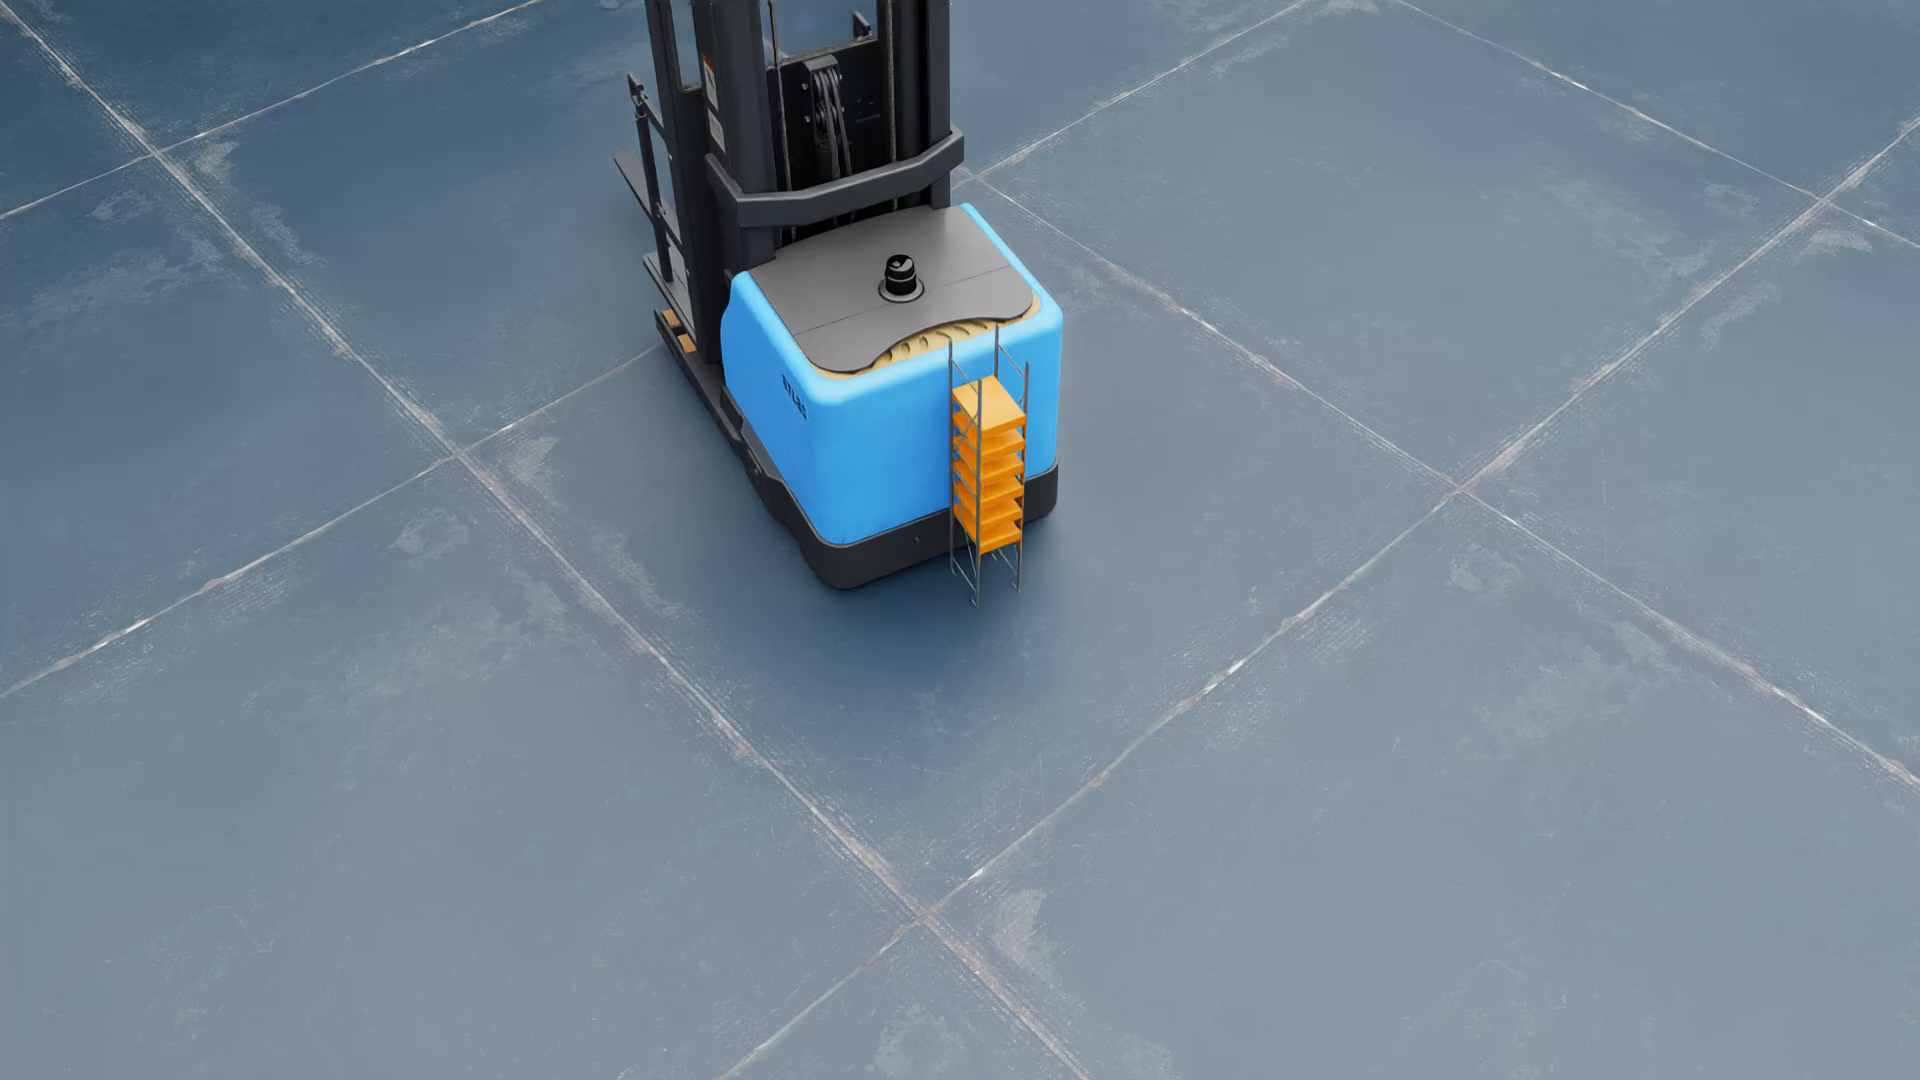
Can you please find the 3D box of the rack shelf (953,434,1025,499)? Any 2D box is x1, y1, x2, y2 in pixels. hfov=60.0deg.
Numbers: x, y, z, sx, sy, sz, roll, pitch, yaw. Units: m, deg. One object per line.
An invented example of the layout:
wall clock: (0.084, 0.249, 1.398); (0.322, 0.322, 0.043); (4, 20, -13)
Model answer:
rack shelf: (0.098, -0.295, 6.103); (0.180, 0.103, 0.258); (-21, 51, -18)

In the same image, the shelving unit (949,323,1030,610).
shelving unit: (0.098, -0.244, 6.158); (0.189, 1.200, 0.258); (-21, 51, -18)

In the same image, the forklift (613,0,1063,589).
forklift: (-0.726, -1.894, 6.503); (1.130, 2.935, 3.031); (-21, 51, -18)

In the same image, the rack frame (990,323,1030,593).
rack frame: (0.180, -0.275, 6.187); (0.006, 1.200, 0.240); (-21, 51, -18)

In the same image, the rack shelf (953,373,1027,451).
rack shelf: (0.099, -0.458, 5.926); (0.180, 0.103, 0.258); (-21, 51, -18)

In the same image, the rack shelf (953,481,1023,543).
rack shelf: (0.098, -0.133, 6.279); (0.180, 0.103, 0.258); (-21, 51, -18)

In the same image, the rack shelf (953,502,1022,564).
rack shelf: (0.098, -0.051, 6.368); (0.180, 0.103, 0.258); (-21, 51, -18)

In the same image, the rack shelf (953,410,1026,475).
rack shelf: (0.099, -0.376, 6.014); (0.180, 0.103, 0.258); (-21, 51, -18)

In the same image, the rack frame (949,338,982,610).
rack frame: (0.017, -0.213, 6.130); (0.006, 1.200, 0.240); (-21, 51, -18)

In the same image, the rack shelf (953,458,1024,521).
rack shelf: (0.098, -0.214, 6.191); (0.180, 0.103, 0.258); (-21, 51, -18)
